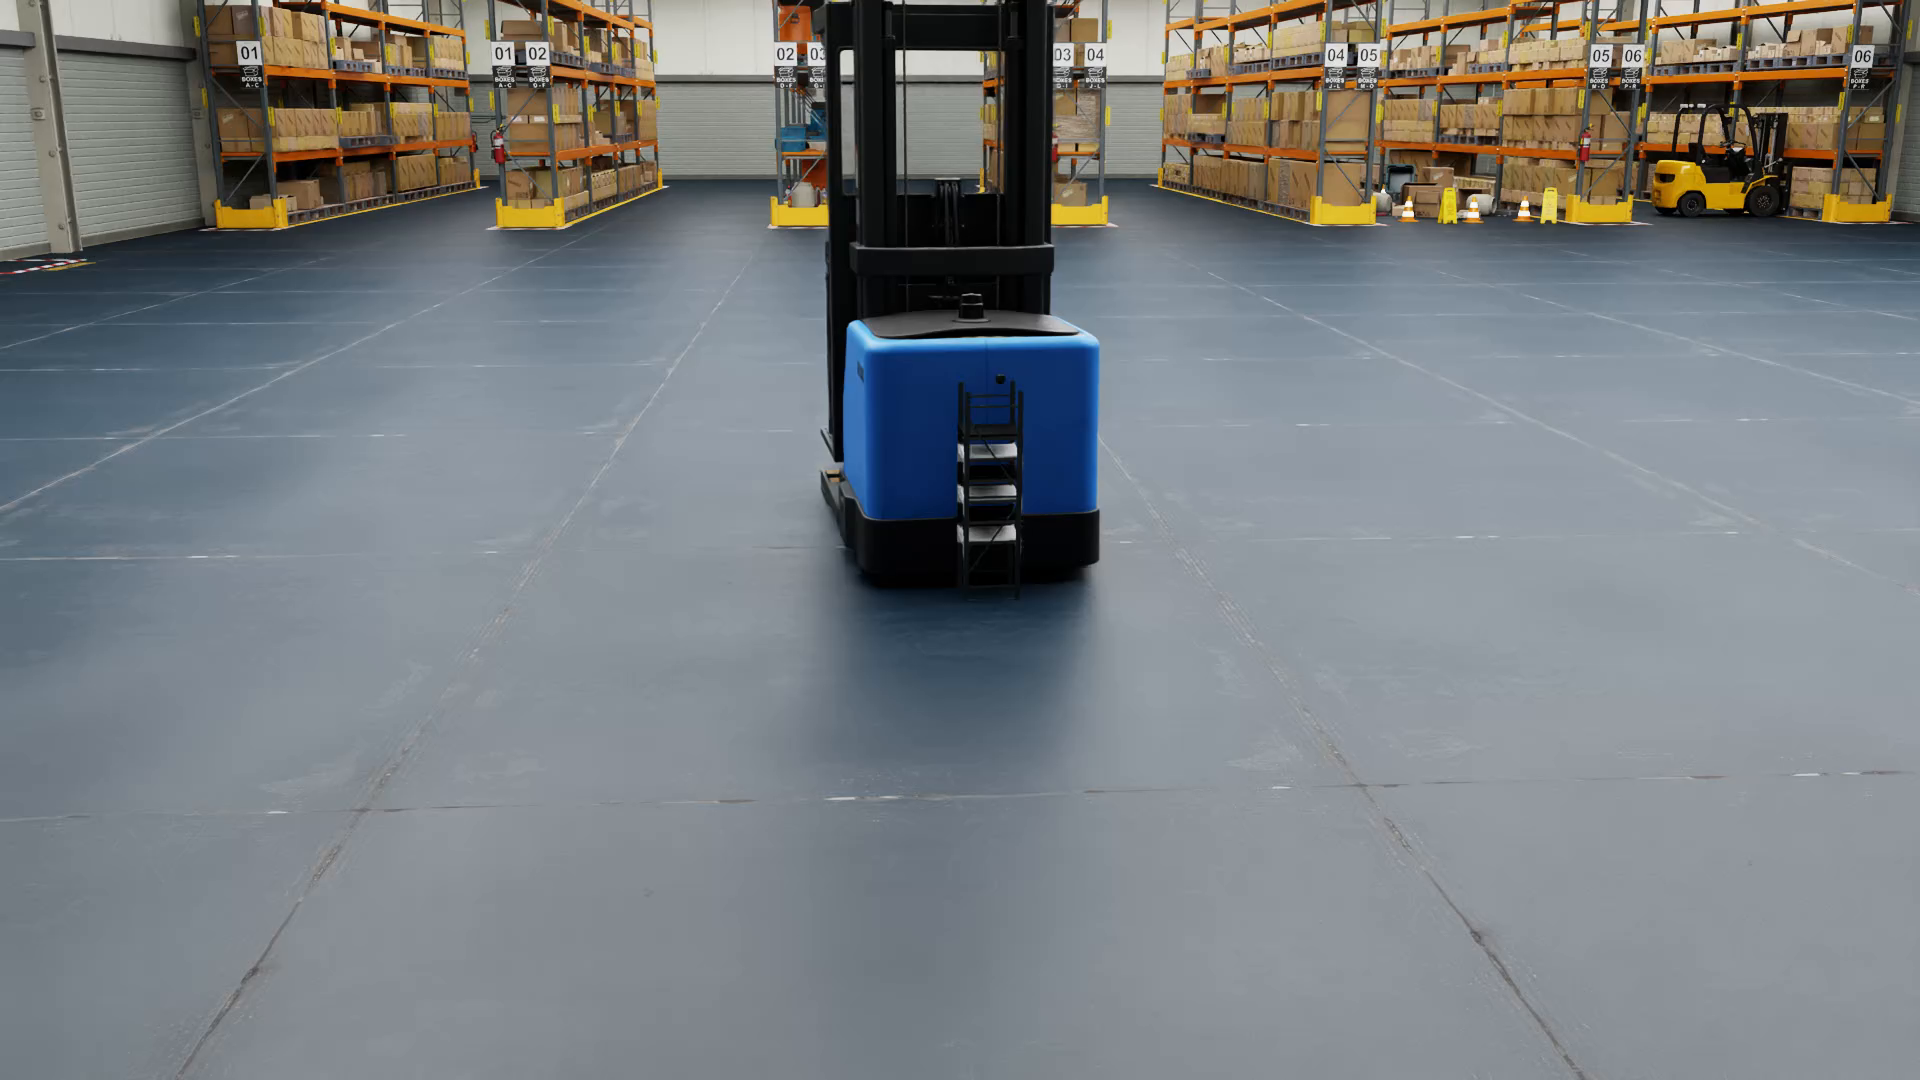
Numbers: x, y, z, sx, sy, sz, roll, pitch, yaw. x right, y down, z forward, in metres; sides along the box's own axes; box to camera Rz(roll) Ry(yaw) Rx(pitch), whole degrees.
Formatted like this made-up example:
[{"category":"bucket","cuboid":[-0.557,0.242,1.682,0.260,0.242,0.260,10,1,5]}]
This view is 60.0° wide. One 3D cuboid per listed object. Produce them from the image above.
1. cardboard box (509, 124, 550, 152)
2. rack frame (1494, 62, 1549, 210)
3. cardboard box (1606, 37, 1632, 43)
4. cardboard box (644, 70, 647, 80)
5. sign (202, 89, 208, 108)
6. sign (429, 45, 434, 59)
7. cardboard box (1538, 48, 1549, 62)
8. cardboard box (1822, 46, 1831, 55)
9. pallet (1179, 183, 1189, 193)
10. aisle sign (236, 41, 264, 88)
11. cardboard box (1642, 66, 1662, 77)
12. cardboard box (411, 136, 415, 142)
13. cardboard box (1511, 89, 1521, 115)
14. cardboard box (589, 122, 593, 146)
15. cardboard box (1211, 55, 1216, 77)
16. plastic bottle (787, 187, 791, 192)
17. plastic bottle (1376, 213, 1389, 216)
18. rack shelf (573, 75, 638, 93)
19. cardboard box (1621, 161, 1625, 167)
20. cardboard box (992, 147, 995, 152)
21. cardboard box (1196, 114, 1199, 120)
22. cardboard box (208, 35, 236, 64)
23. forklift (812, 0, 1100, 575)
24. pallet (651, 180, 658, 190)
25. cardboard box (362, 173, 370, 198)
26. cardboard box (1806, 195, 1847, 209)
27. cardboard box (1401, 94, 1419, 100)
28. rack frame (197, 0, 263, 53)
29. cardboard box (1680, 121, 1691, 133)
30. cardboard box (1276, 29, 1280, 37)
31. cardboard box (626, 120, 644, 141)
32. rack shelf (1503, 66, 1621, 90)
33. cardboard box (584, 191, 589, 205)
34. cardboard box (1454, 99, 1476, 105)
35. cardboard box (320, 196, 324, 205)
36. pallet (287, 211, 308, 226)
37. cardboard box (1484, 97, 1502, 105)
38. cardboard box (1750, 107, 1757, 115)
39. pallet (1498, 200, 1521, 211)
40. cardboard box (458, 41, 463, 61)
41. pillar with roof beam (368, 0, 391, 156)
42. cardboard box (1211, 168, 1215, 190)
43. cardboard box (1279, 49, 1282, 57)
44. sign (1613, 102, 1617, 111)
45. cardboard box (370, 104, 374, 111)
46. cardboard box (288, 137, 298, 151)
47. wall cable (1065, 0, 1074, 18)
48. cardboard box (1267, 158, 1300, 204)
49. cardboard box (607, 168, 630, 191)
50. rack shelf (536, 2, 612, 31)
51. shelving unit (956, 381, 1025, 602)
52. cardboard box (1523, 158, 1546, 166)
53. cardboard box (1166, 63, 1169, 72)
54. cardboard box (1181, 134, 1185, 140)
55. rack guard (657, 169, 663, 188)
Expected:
[{"category":"cardboard box","cuboid":[-7.767,-7.293,30.149,0.700,0.500,0.500,-1,14,-3]},{"category":"rack frame","cuboid":[11.780,-8.428,34.761,1.000,3.000,0.127,-1,14,-3]},{"category":"cardboard box","cuboid":[12.209,-9.242,30.809,0.380,0.149,0.250,-1,14,-4]},{"category":"cardboard box","cuboid":[-8.368,-11.990,42.889,0.500,0.250,0.500,-1,14,-3]},{"category":"sign","cuboid":[-13.250,-7.761,29.211,0.100,0.325,0.005,-1,14,-3]},{"category":"sign","cuboid":[-12.897,-11.901,40.573,0.100,0.325,0.005,-1,14,-3]},{"category":"cardboard box","cuboid":[11.627,-9.460,32.457,0.500,0.250,0.500,-1,14,-3]},{"category":"cardboard box","cuboid":[16.627,-9.295,31.572,0.380,0.149,0.250,-1,14,-5]},{"category":"pallet","cuboid":[6.273,-9.132,43.094,1.003,0.211,1.213,-1,14,-3]},{"category":"aisle sign","cuboid":[-12.391,-8.296,29.033,0.394,0.787,0.004,-1,14,-3]},{"category":"cardboard box","cuboid":[16.212,-11.004,39.056,0.500,0.250,0.500,-1,14,-5]},{"category":"cardboard box","cuboid":[-13.095,-9.460,39.239,0.380,0.149,0.250,0,14,-2]},{"category":"cardboard box","cuboid":[11.600,-8.864,33.654,0.700,0.500,0.500,-1,14,-3]},{"category":"cardboard box","cuboid":[-8.094,-8.618,35.300,0.500,0.500,0.500,-1,14,-3]},{"category":"cardboard box","cuboid":[6.238,-11.209,39.350,0.500,0.500,0.500,-1,14,-3]},{"category":"plastic bottle","cuboid":[-3.381,-6.769,32.746,0.144,0.351,0.185,-1,14,-4]},{"category":"plastic bottle","cuboid":[8.378,-6.477,33.078,0.283,0.061,0.133,-6,16,-23]},{"category":"rack shelf","cuboid":[-8.370,-10.719,39.092,1.077,0.370,4.000,-1,14,-3]},{"category":"cardboard box","cuboid":[16.182,-9.059,40.089,0.380,0.149,0.250,-1,14,-5]},{"category":"cardboard box","cuboid":[1.321,-10.049,44.485,0.875,0.875,0.875,-1,14,-3]},{"category":"cardboard box","cuboid":[5.981,-10.322,40.590,0.380,0.149,0.250,-1,14,-4]},{"category":"cardboard box","cuboid":[-12.973,-8.661,29.408,0.500,0.500,0.500,0,14,1]},{"category":"forklift","cuboid":[-0.139,-1.590,8.325,1.130,2.935,3.031,-2,15,-9]},{"category":"pallet","cuboid":[-8.687,-9.539,44.679,1.003,0.211,1.213,-1,14,-3]},{"category":"cardboard box","cuboid":[-13.119,-7.611,35.722,0.700,0.500,0.500,-1,14,-4]},{"category":"cardboard box","cuboid":[16.637,-6.494,31.922,0.500,0.250,0.500,-1,14,-3]},{"category":"cardboard box","cuboid":[11.524,-11.347,42.597,0.380,0.149,0.250,-1,14,-4]},{"category":"rack frame","cuboid":[-12.695,-9.956,28.661,1.000,3.000,0.127,-1,14,-3]},{"category":"cardboard box","cuboid":[16.371,-9.174,36.959,0.500,0.250,0.500,-1,14,-3]},{"category":"cardboard box","cuboid":[6.546,-10.136,33.241,0.380,0.149,0.250,-1,14,-4]},{"category":"cardboard box","cuboid":[-8.254,-10.292,41.805,0.500,0.500,0.500,-1,14,-2]},{"category":"rack shelf","cuboid":[11.904,-9.035,32.544,1.077,0.370,4.000,-1,14,-3]},{"category":"cardboard box","cuboid":[-7.752,-6.882,33.431,0.500,0.250,0.500,-1,14,-3]},{"category":"cardboard box","cuboid":[11.746,-10.082,38.982,0.500,0.500,0.500,-1,14,-5]},{"category":"cardboard box","cuboid":[-12.880,-6.754,33.058,0.380,0.166,0.250,-3,15,-11]},{"category":"pallet","cuboid":[-12.715,-5.921,30.617,1.003,0.211,1.213,-1,14,-3]},{"category":"cardboard box","cuboid":[11.470,-9.420,35.677,0.380,0.149,0.250,-1,14,-5]},{"category":"cardboard box","cuboid":[16.581,-8.865,34.360,0.380,0.149,0.250,-1,14,-3]},{"category":"pallet","cuboid":[11.857,-6.911,34.462,1.003,0.211,1.213,-1,14,-3]},{"category":"cardboard box","cuboid":[-13.368,-12.847,43.670,0.500,0.500,0.500,-1,14,-4]},{"category":"pillar with roof beam","cuboid":[-10.048,-13.167,41.144,9.100,9.000,0.400,-1,14,-3]},{"category":"cardboard box","cuboid":[6.268,-8.603,39.615,0.500,0.500,0.500,0,14,-1]},{"category":"cardboard box","cuboid":[6.561,-9.687,33.096,0.380,0.149,0.250,-1,14,-4]},{"category":"sign","cuboid":[16.792,-11.065,42.688,0.100,0.325,0.005,-1,14,-3]},{"category":"cardboard box","cuboid":[-13.139,-9.530,36.662,0.380,0.149,0.250,-3,15,-11]},{"category":"cardboard box","cuboid":[-12.455,-7.243,30.417,0.500,0.250,0.500,-1,14,-5]},{"category":"wall cable","cuboid":[4.235,-17.182,50.290,2.277,5.999,0.120,-1,14,-3]},{"category":"cardboard box","cuboid":[6.815,-7.343,33.967,0.875,0.875,0.875,-1,14,-3]},{"category":"cardboard box","cuboid":[-8.054,-8.492,39.147,0.500,0.500,0.500,-1,14,-4]},{"category":"rack shelf","cuboid":[-8.123,-10.983,34.901,1.077,0.370,4.000,-1,14,-3]},{"category":"shelving unit","cuboid":[0.124,-0.205,6.996,0.258,0.900,0.210,-2,18,-7]},{"category":"cardboard box","cuboid":[11.548,-7.599,33.410,0.380,0.149,0.250,0,14,0]},{"category":"cardboard box","cuboid":[5.871,-12.817,45.099,0.500,0.250,0.500,-1,14,-3]},{"category":"cardboard box","cuboid":[5.979,-10.523,43.409,0.380,0.149,0.250,-2,15,-6]},{"category":"rack guard","cuboid":[-8.737,-9.878,45.413,1.175,0.500,0.348,-1,14,-3]}]
